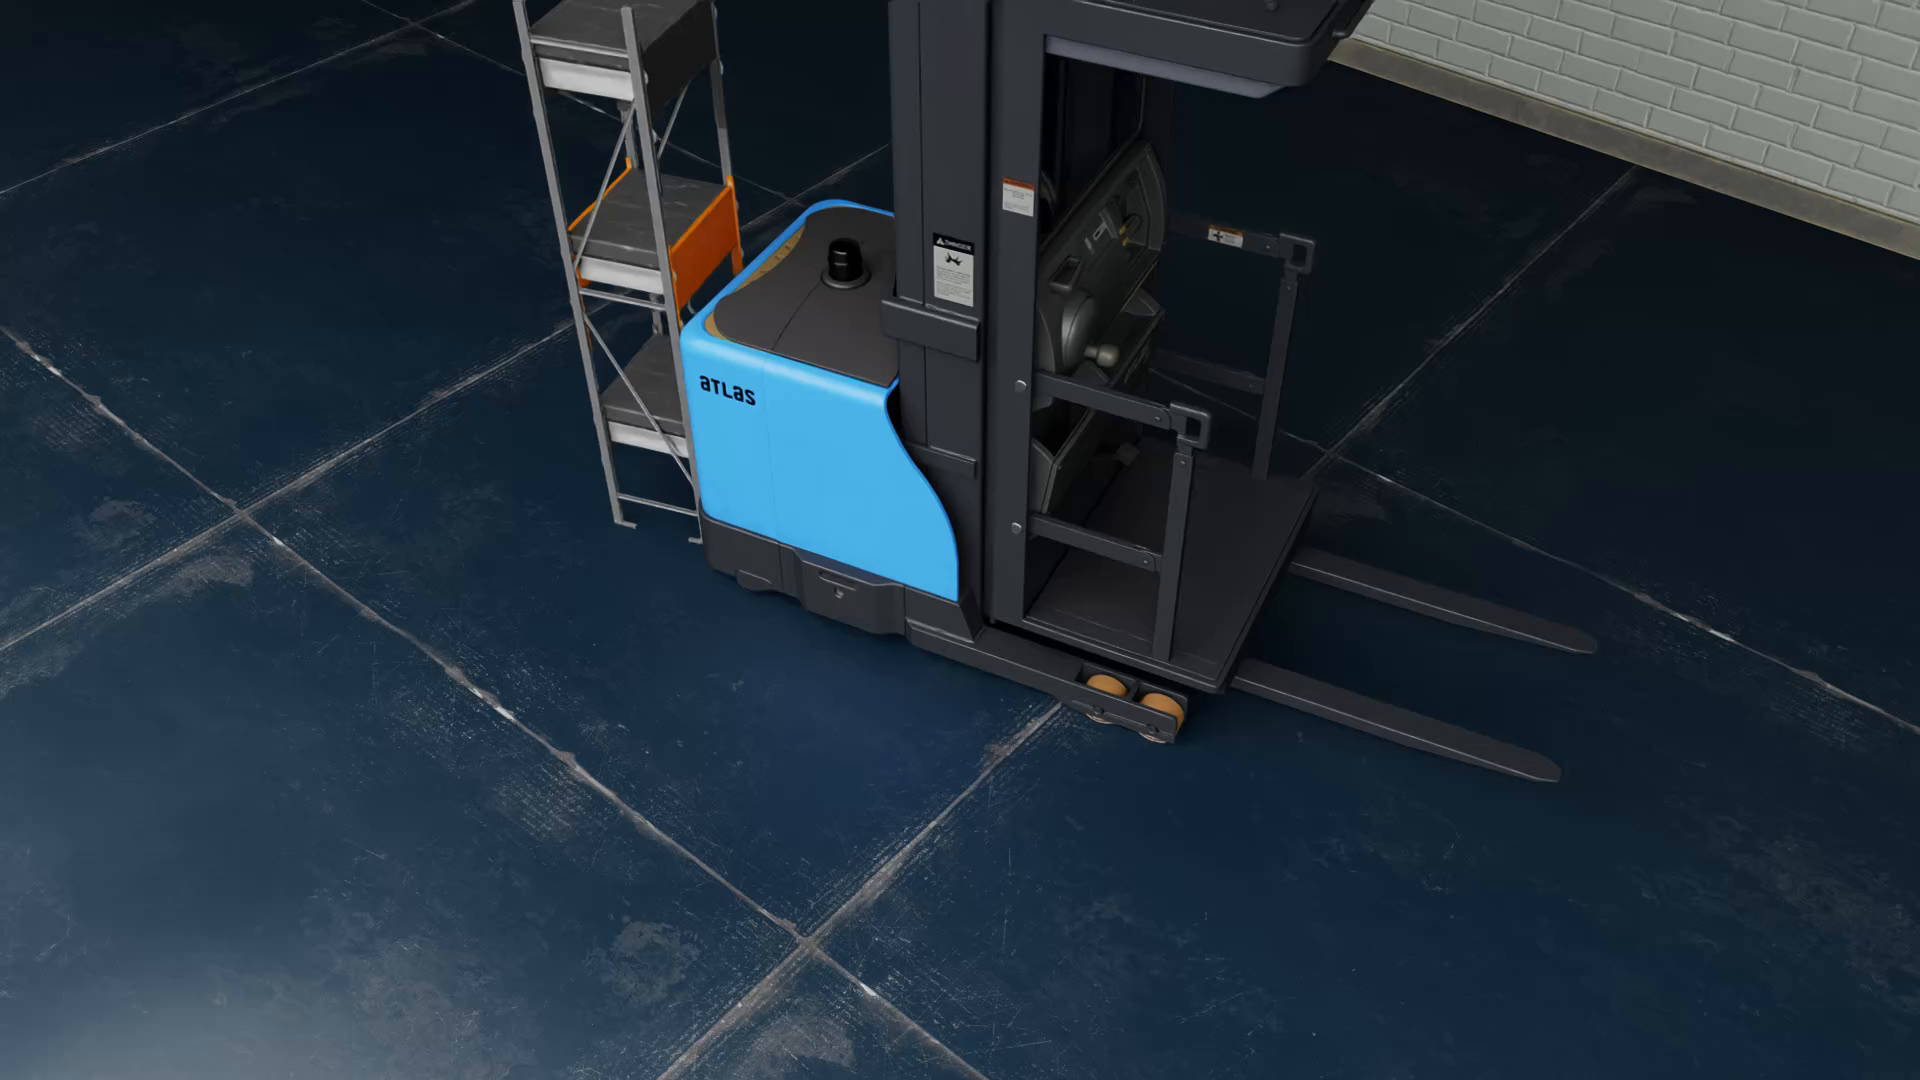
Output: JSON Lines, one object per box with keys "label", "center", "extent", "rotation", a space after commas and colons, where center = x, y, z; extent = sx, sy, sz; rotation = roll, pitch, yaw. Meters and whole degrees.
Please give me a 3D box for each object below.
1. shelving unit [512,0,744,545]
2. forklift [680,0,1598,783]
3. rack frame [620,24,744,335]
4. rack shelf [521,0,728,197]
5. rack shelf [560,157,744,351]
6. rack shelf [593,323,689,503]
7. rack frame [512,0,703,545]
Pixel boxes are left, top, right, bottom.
{"label": "shelving unit", "center": [-1.048, -0.957, 5.739], "extent": [0.431, 2.100, 0.503], "rotation": [13, 44, 15]}
{"label": "forklift", "center": [0.621, -0.824, 4.977], "extent": [3.031, 2.935, 1.130], "rotation": [18, 45, 19]}
{"label": "rack frame", "center": [-0.966, -1.112, 5.909], "extent": [0.400, 2.100, 0.015], "rotation": [13, 44, 15]}
{"label": "rack shelf", "center": [-1.053, -1.466, 5.279], "extent": [0.431, 0.518, 0.480], "rotation": [13, 44, 15]}
{"label": "rack shelf", "center": [-1.047, -0.947, 5.748], "extent": [0.431, 0.518, 0.480], "rotation": [13, 44, 15]}
{"label": "rack shelf", "center": [-1.042, -0.428, 6.217], "extent": [0.431, 0.518, 0.480], "rotation": [13, 44, 15]}
{"label": "rack frame", "center": [-1.129, -0.802, 5.569], "extent": [0.400, 2.100, 0.015], "rotation": [13, 44, 15]}
